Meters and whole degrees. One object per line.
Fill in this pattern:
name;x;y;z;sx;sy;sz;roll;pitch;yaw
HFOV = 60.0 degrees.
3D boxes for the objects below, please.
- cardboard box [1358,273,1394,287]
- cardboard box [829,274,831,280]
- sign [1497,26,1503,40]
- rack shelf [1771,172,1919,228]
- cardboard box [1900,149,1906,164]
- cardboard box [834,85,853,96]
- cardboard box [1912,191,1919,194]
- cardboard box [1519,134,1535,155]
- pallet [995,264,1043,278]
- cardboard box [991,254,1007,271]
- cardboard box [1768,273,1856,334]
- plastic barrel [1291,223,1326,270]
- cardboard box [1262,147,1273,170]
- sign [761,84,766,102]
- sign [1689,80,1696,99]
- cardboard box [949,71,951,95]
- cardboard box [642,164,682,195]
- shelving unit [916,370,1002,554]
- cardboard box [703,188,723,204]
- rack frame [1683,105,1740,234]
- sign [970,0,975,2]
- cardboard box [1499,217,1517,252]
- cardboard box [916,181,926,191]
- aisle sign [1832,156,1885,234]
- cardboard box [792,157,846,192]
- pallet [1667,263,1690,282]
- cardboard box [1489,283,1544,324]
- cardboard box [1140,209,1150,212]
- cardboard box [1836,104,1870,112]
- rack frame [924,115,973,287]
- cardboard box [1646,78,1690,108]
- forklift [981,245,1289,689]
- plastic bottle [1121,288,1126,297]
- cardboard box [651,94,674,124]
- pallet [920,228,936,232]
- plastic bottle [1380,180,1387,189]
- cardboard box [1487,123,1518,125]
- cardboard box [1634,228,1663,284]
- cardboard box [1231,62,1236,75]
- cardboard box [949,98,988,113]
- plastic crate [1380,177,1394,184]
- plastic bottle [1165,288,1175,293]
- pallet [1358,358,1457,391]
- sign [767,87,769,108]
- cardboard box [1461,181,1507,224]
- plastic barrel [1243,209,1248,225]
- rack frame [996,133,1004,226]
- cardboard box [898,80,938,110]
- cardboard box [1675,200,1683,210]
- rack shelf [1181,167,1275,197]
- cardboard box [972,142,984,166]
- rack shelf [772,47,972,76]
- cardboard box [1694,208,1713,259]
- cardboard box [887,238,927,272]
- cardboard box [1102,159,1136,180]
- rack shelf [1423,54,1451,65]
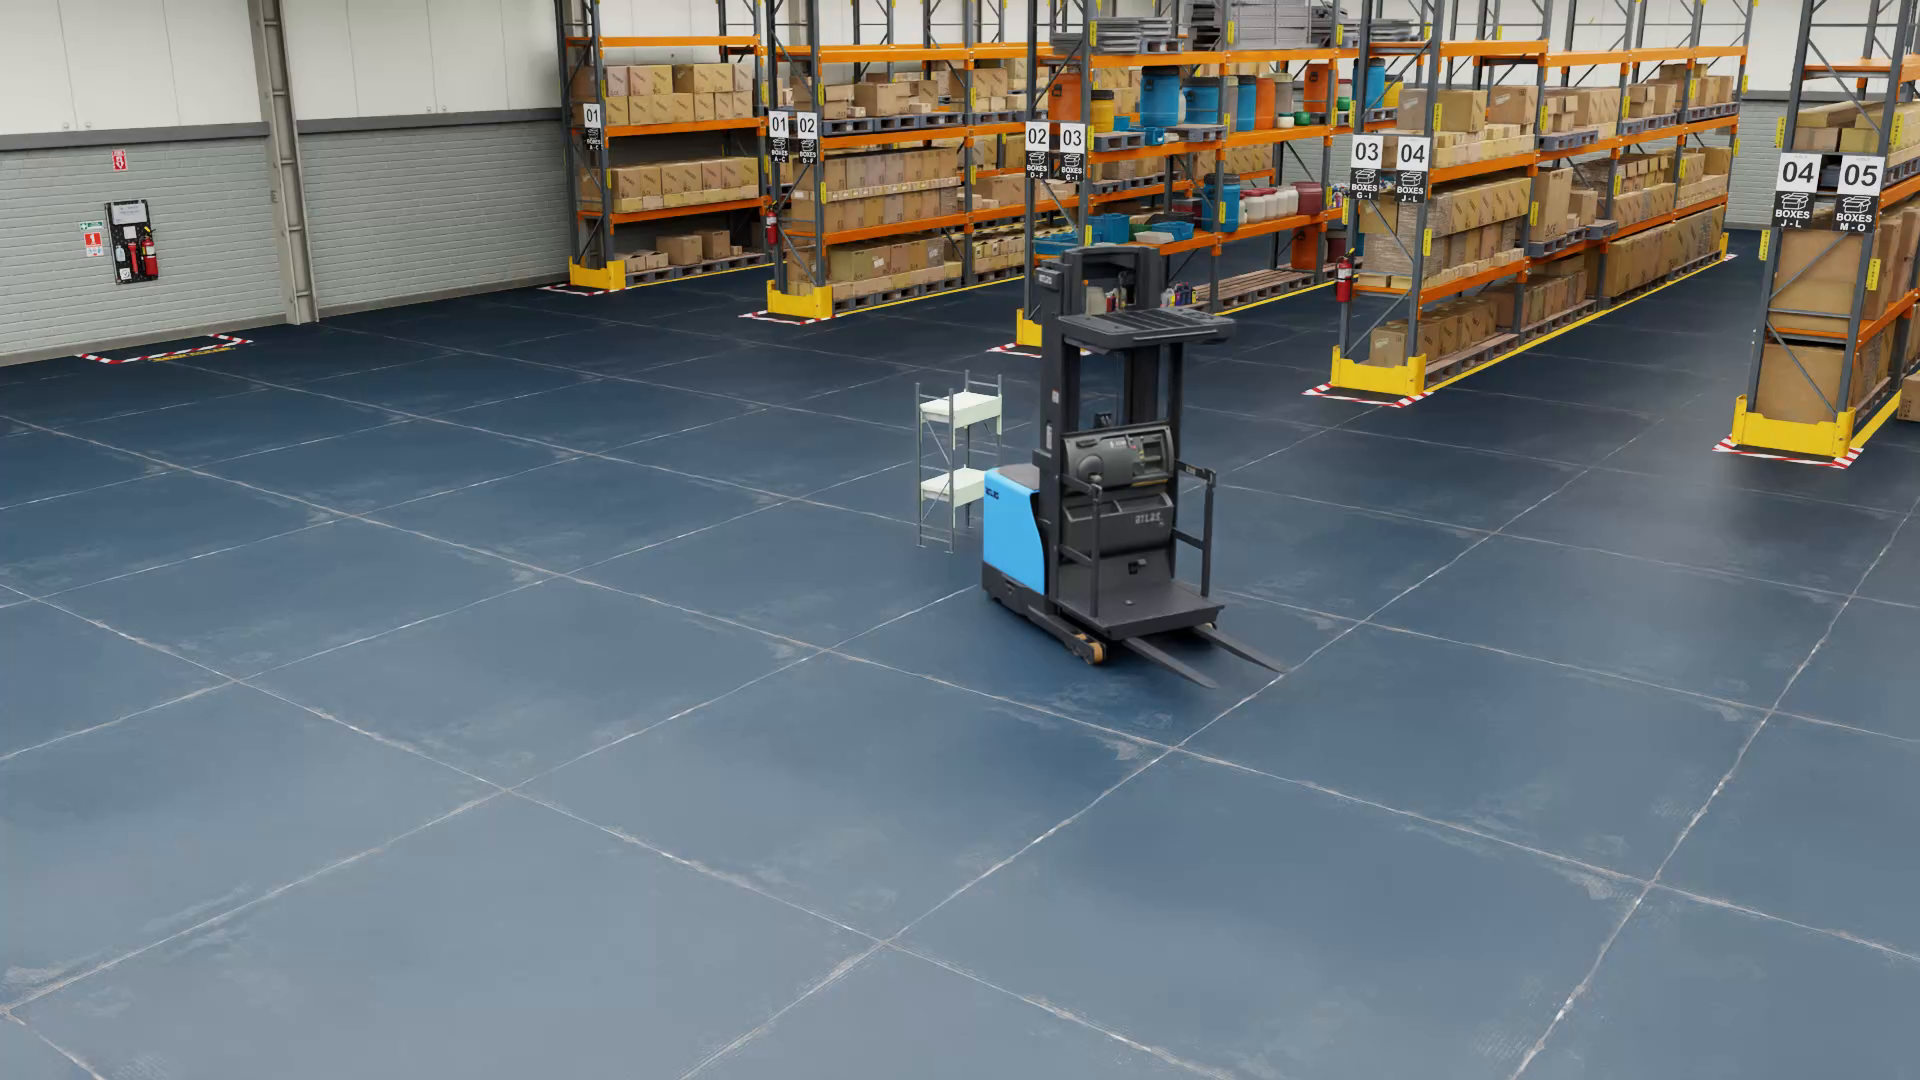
cardboard box;5.359;-3.360;21.434;0.380;0.149;0.250;12;21;35
cardboard box;-2.228;-4.315;28.016;0.500;0.250;0.500;12;21;35
sign;11.362;-10.679;35.008;0.100;0.325;0.005;12;21;35
rack shelf;10.470;-4.040;19.357;1.077;0.370;4.000;12;21;35
cardboard box;10.191;-4.241;18.339;0.380;0.149;0.250;13;21;35
cardboard box;-2.660;-9.105;34.248;0.797;0.503;0.637;16;24;42
cardboard box;13.165;-4.557;23.012;0.700;0.500;0.500;12;21;34
cardboard box;7.676;-5.534;23.208;0.500;0.250;0.500;13;22;37
pallet;0.919;-5.222;31.709;1.003;0.211;1.213;12;21;35
cardboard box;0.529;-5.141;30.674;0.500;0.250;0.500;13;22;36
cardboard box;9.463;-2.643;18.449;0.875;0.550;0.550;12;21;35
plastic barrel;6.421;-5.440;30.660;0.600;0.830;0.708;12;21;35
cardboard box;6.886;-8.830;38.459;0.500;0.500;0.500;13;22;36
sign;-3.756;-8.539;31.760;0.100;0.325;0.005;12;21;35
sign;12.946;-7.969;29.395;0.100;0.325;0.005;12;21;35
cardboard box;-0.322;-10.215;37.119;0.700;0.500;0.500;12;21;34
cardboard box;-5.438;-6.596;30.386;0.500;0.500;0.500;12;21;33
shelving unit;-0.004;-0.715;15.022;0.431;1.500;0.755;12;21;35
cardboard box;-4.826;-6.486;31.296;0.500;0.250;0.500;12;21;34
rack frame;14.888;-7.186;33.333;1.000;3.000;0.127;12;21;35
sign;0.216;-9.362;28.382;0.100;0.325;0.005;12;21;35
cardboard box;7.420;-4.421;23.760;0.875;0.500;0.500;12;21;35
cardboard box;-0.813;-6.092;28.548;0.380;0.149;0.250;12;21;34
aisle sign;9.477;-3.646;17.550;0.394;0.787;0.004;12;21;35
cardboard box;-2.279;-5.915;26.885;0.700;0.500;0.500;13;21;35
pallet;13.021;-5.069;31.217;1.003;0.211;1.213;12;21;35
cardboard box;8.421;-3.597;25.248;0.700;0.500;0.500;12;21;34
cardboard box;3.758;-6.800;35.562;0.500;0.500;0.500;13;21;35
cardboard box;10.565;-5.099;19.757;0.380;0.149;0.250;13;21;35
rack frame;-0.216;-6.079;29.769;1.000;3.000;0.127;12;21;35
cardboard box;12.923;-8.159;30.362;0.700;0.500;0.500;11;20;31
forklift;1.301;-0.629;12.334;1.130;2.935;3.031;-9;19;-26
plastic bottle;2.580;-3.883;26.421;0.144;0.351;0.185;12;21;34
cardboard box;-5.525;-7.772;29.960;0.500;0.500;0.500;14;22;37
pallet;-1.282;-6.749;36.628;1.003;0.211;1.213;12;21;35
plastic bottle;8.132;-6.764;32.057;0.144;0.351;0.185;12;21;35
cardboard box;7.544;-5.703;23.080;0.380;0.149;0.250;13;21;35
cardboard box;11.608;-5.050;29.329;1.225;0.875;0.875;12;21;33
cardboard box;5.691;-10.425;36.851;0.700;0.500;0.500;12;21;35
cardboard box;0.159;-7.786;29.751;0.500;0.250;0.500;15;23;40
plastic crate;8.531;-7.301;33.629;0.392;0.384;0.575;12;21;35
plastic bottle;3.360;-3.883;26.546;0.152;0.276;0.135;12;21;35
pallet;5.912;-2.249;22.136;1.003;0.211;1.213;12;21;35
sign;-3.026;-7.043;26.456;0.100;0.325;0.005;12;21;35
cardboard box;7.095;-4.601;22.653;0.500;0.500;0.500;12;21;35
plastic barrel;4.672;-5.425;27.896;0.301;0.262;0.301;0;17;0
rack frame;0.571;-8.859;38.720;1.000;3.000;0.127;12;21;35
cardboard box;-0.727;-7.754;28.990;0.500;0.500;0.500;15;22;39
cardboard box;12.948;-6.125;30.339;0.380;0.149;0.250;12;21;35
rack shelf;5.743;-8.118;37.545;1.077;0.370;4.000;12;21;35
cardboard box;0.202;-8.781;37.764;0.500;0.500;0.500;13;21;35
rack shelf;-1.407;-7.933;27.511;1.077;0.370;4.000;12;21;35
cardboard box;14.029;-5.989;32.351;0.875;0.875;0.875;12;21;35
cardboard box;-0.918;-4.939;28.760;0.500;0.500;0.500;12;21;35
cardboard box;3.151;-7.634;33.899;0.500;0.500;0.700;-15;23;-40
rack shelf;9.719;-9.915;33.893;1.077;0.370;4.000;12;21;35
